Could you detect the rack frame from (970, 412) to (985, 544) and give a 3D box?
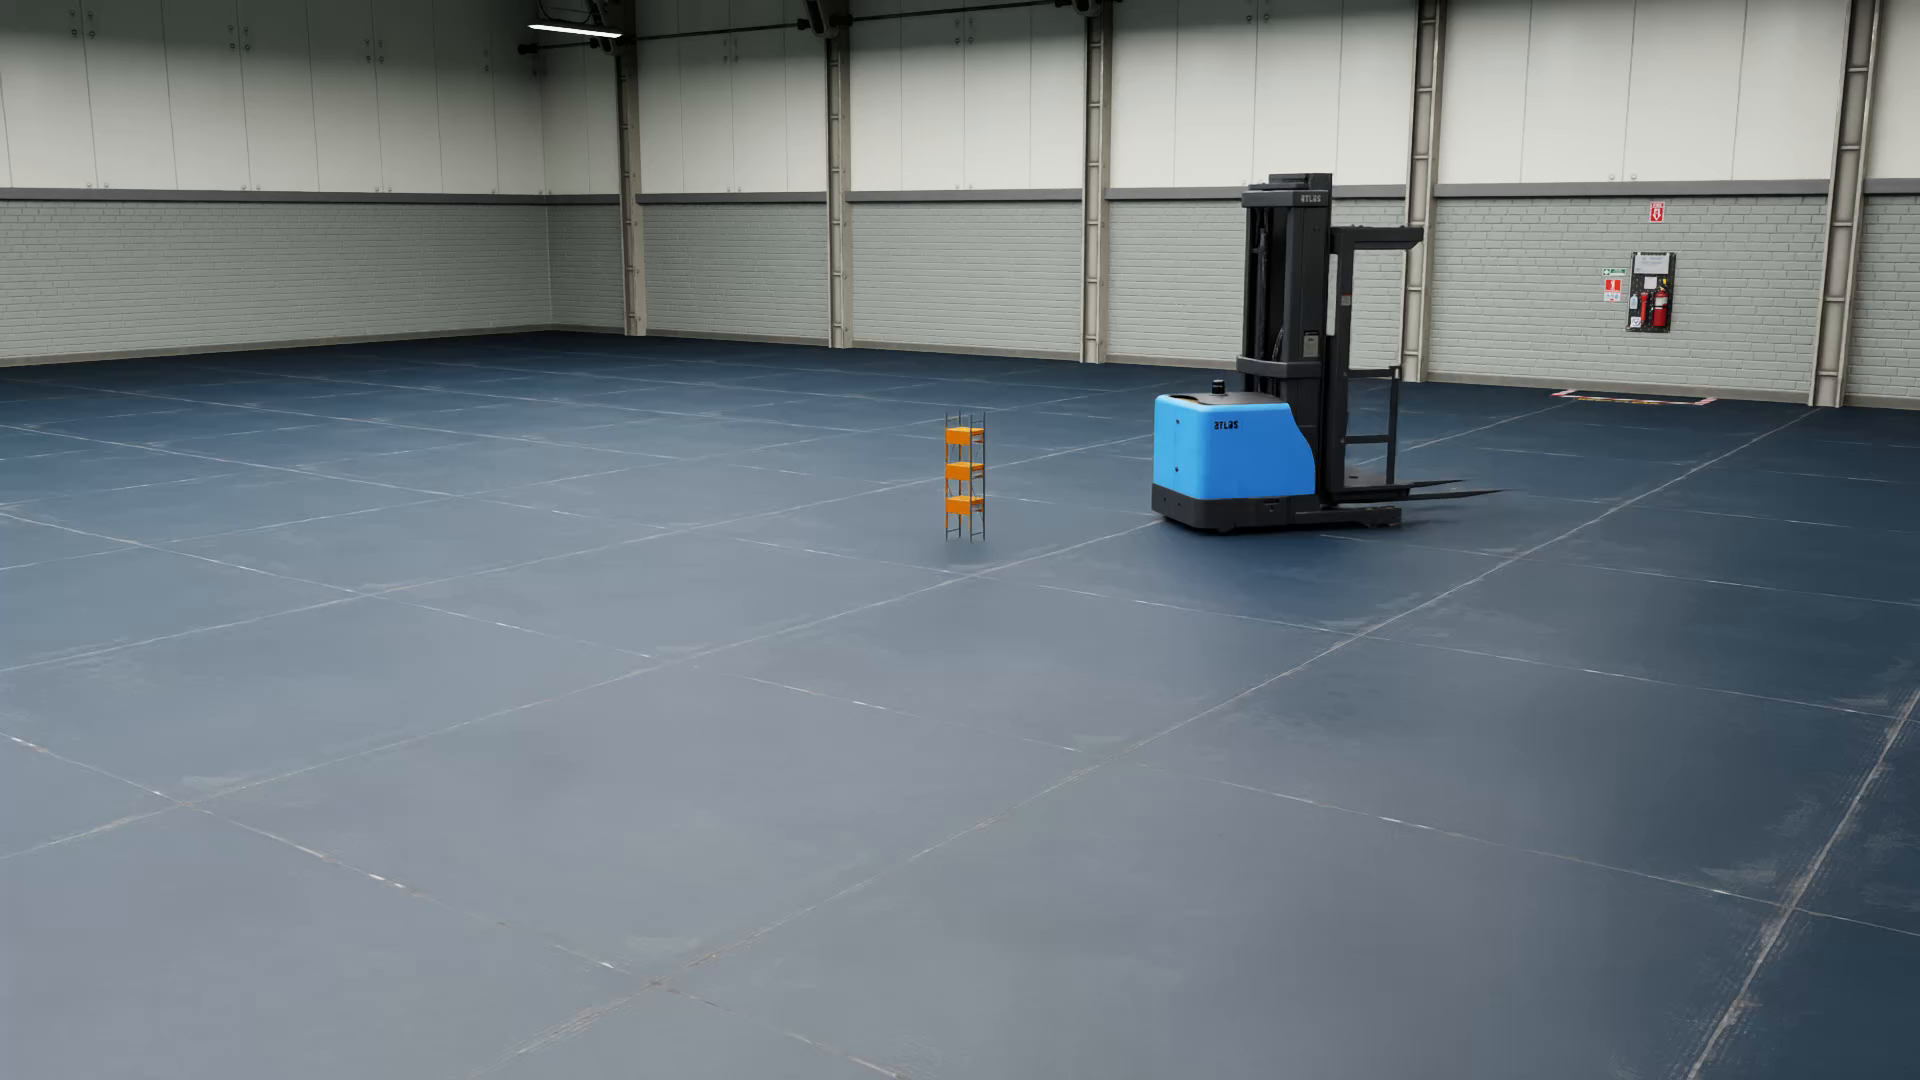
[{"bbox_3d":[0.141,-0.496,13.328,0.008,1.050,0.200,8,13,36],"label":"rack frame"}]

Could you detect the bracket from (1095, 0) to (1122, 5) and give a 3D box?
[{"bbox_3d":[2.549,-9.312,28.495,0.430,0.232,0.235,8,13,36],"label":"bracket"}]

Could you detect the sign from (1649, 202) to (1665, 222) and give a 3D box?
[{"bbox_3d":[10.180,-4.789,24.284,0.199,0.298,0.001,8,13,36],"label":"sign"}]

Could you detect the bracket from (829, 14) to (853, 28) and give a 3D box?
[{"bbox_3d":[-2.287,-9.986,31.981,0.430,0.232,0.235,8,13,36],"label":"bracket"}]

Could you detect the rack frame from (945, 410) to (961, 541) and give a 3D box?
[{"bbox_3d":[-0.055,-0.523,13.470,0.008,1.050,0.200,8,13,36],"label":"rack frame"}]

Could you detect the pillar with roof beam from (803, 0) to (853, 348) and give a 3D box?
[{"bbox_3d":[-4.959,-7.661,29.439,0.548,9.000,9.100,8,13,36],"label":"pillar with roof beam"}]

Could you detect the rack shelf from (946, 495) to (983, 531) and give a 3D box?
[{"bbox_3d":[0.043,-0.226,13.454,0.240,0.259,0.215,8,13,36],"label":"rack shelf"}]

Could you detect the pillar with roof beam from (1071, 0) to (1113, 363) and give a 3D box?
[{"bbox_3d":[-0.123,-6.987,25.952,0.548,9.000,9.100,8,13,36],"label":"pillar with roof beam"}]

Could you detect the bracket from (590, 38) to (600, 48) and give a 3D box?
[{"bbox_3d":[-7.792,-10.754,35.951,0.430,0.232,0.235,8,13,36],"label":"bracket"}]

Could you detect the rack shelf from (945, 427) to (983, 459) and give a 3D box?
[{"bbox_3d":[0.043,-0.778,13.347,0.240,0.259,0.215,8,13,36],"label":"rack shelf"}]

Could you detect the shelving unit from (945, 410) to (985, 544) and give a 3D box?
[{"bbox_3d":[0.043,-0.509,13.399,0.252,1.050,0.215,8,13,36],"label":"shelving unit"}]

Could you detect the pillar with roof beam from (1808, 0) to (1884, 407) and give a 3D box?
[{"bbox_3d":[9.549,-5.638,18.978,0.400,9.000,9.100,8,13,36],"label":"pillar with roof beam"}]

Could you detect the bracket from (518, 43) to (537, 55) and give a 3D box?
[{"bbox_3d":[-9.702,-11.021,37.328,0.430,0.232,0.235,8,13,36],"label":"bracket"}]

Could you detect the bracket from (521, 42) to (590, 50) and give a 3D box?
[{"bbox_3d":[-9.226,-10.954,36.985,3.189,0.066,0.076,8,13,36],"label":"bracket"}]

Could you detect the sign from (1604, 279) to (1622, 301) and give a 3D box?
[{"bbox_3d":[9.743,-3.730,24.821,0.234,0.329,0.001,8,13,36],"label":"sign"}]

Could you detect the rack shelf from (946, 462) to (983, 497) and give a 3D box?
[{"bbox_3d":[0.043,-0.499,13.401,0.240,0.259,0.215,8,13,36],"label":"rack shelf"}]

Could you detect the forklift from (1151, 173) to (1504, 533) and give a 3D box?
[{"bbox_3d":[3.245,-1.635,14.265,3.031,2.935,1.130,-3,11,-17],"label":"forklift"}]

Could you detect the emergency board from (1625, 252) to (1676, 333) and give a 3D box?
[{"bbox_3d":[10.128,-3.635,24.421,0.643,1.169,0.194,8,13,36],"label":"emergency board"}]

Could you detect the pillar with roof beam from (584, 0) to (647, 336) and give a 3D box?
[{"bbox_3d":[-9.796,-8.336,32.926,0.548,9.000,9.100,8,13,36],"label":"pillar with roof beam"}]

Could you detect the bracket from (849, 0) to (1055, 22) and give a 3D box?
[{"bbox_3d":[-0.210,-9.697,30.484,4.783,0.066,0.076,8,13,36],"label":"bracket"}]

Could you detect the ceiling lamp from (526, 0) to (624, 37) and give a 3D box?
[{"bbox_3d":[-7.069,-10.667,29.607,0.800,3.185,2.000,8,13,36],"label":"ceiling lamp"}]

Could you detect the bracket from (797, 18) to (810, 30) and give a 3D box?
[{"bbox_3d":[-2.956,-10.080,32.464,0.430,0.232,0.235,8,13,36],"label":"bracket"}]

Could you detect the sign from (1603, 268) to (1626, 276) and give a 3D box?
[{"bbox_3d":[9.741,-3.989,24.761,0.331,0.109,0.001,8,13,36],"label":"sign"}]

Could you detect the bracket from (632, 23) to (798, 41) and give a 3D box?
[{"bbox_3d":[-5.046,-10.371,33.971,4.783,0.066,0.076,8,13,36],"label":"bracket"}]

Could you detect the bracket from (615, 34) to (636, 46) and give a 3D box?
[{"bbox_3d":[-7.123,-10.661,35.468,0.430,0.232,0.235,8,13,36],"label":"bracket"}]

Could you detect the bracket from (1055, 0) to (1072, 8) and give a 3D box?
[{"bbox_3d":[1.880,-9.405,28.977,0.430,0.232,0.235,8,13,36],"label":"bracket"}]

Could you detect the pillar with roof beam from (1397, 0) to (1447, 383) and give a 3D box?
[{"bbox_3d":[4.713,-6.312,22.465,0.400,9.000,9.100,8,13,36],"label":"pillar with roof beam"}]

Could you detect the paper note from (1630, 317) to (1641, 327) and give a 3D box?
[{"bbox_3d":[10.026,-3.233,24.662,0.142,0.148,0.016,8,13,36],"label":"paper note"}]
